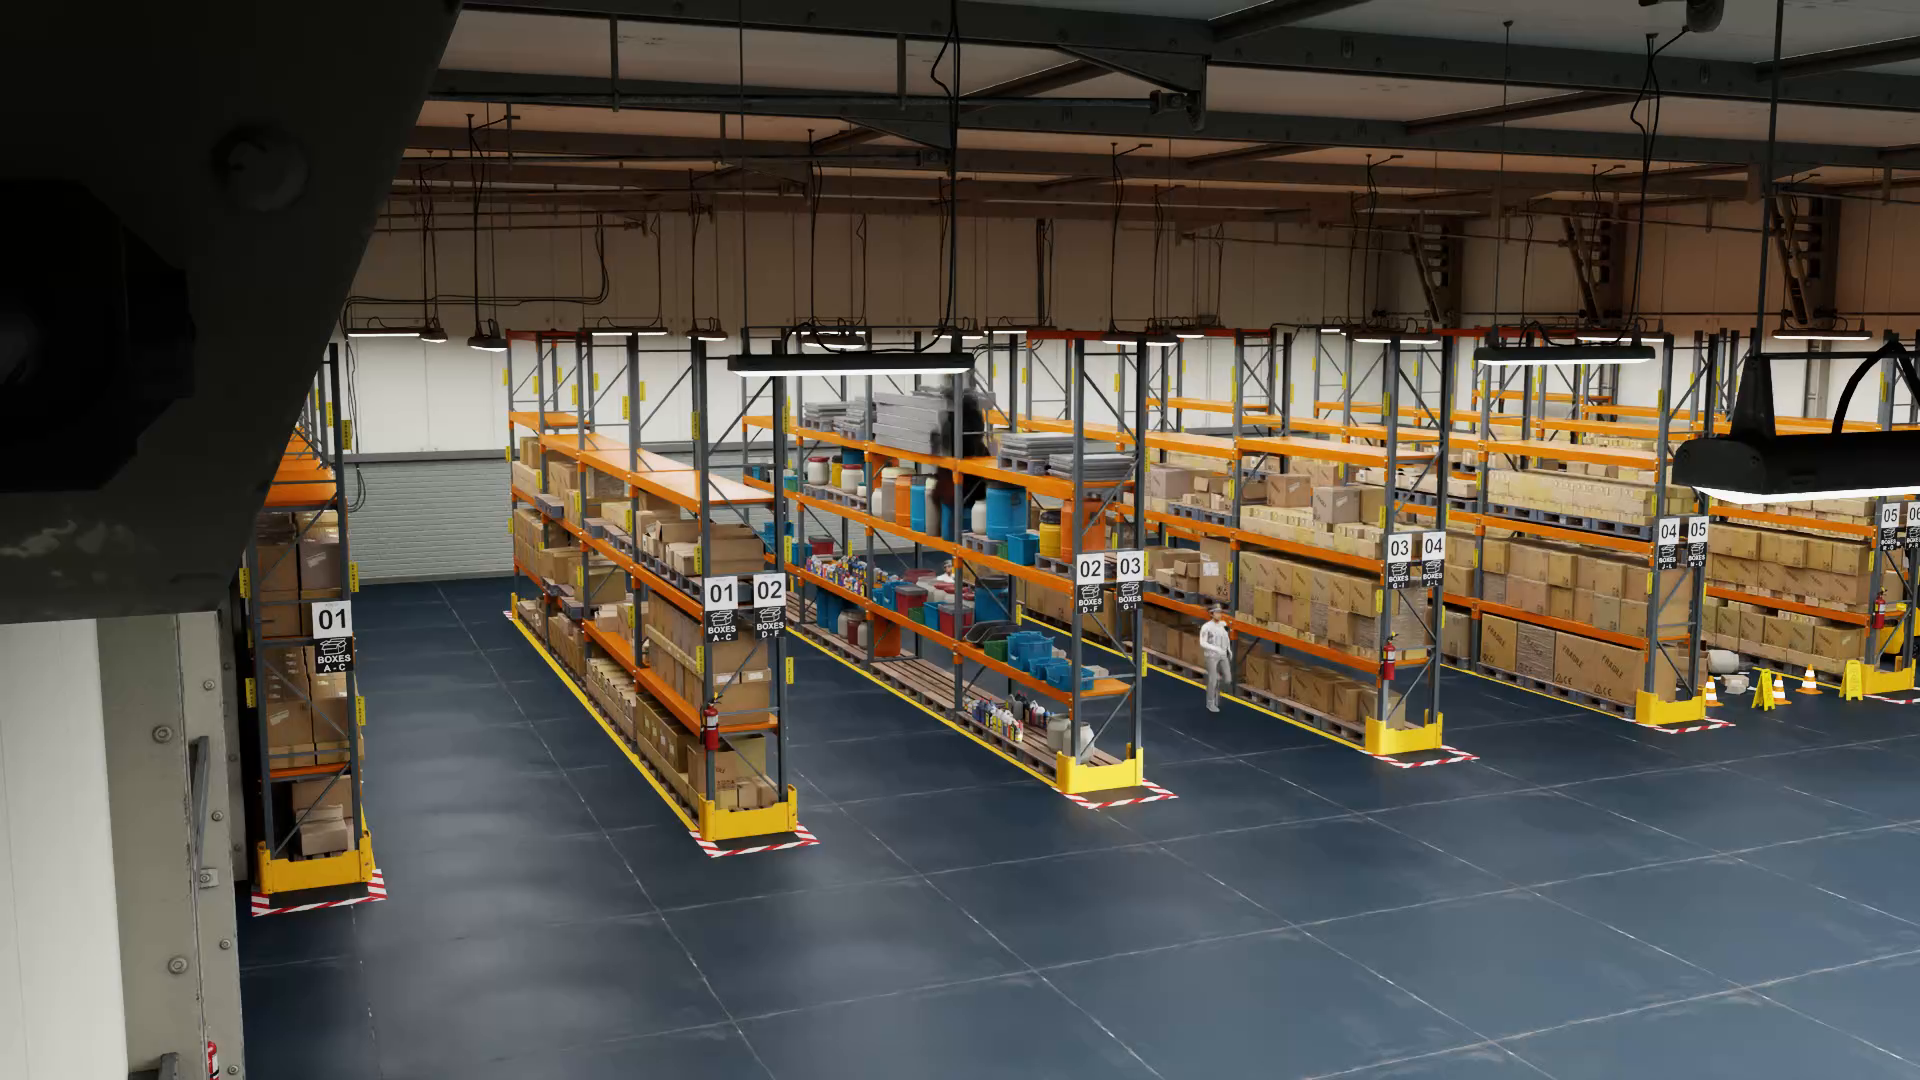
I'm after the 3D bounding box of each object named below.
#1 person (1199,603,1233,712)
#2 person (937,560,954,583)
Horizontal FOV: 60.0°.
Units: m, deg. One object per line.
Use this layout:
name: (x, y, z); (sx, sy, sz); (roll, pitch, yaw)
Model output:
person: (3.929, 1.793, 25.278); (0.605, 1.671, 0.529); (-3, 8, -23)
person: (-0.204, 1.194, 31.881); (0.616, 1.659, 0.514); (-4, 9, -29)
